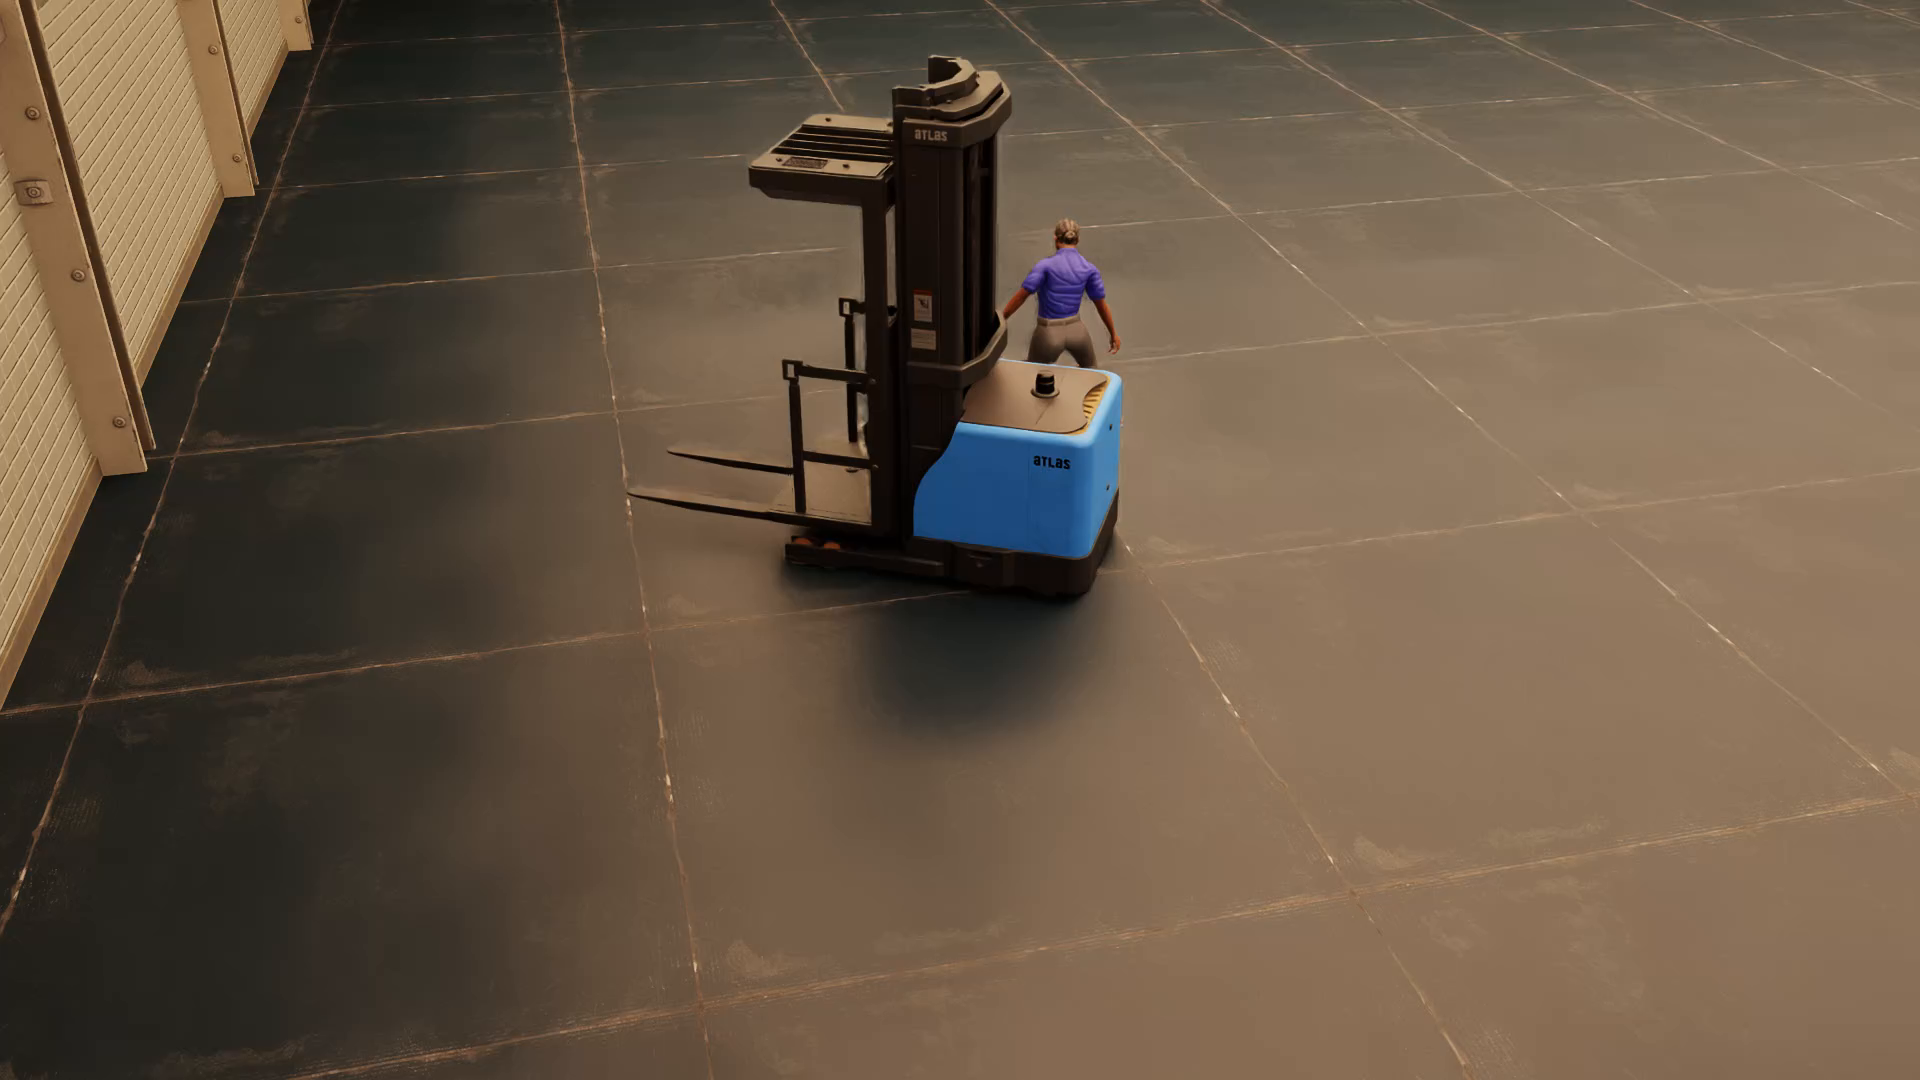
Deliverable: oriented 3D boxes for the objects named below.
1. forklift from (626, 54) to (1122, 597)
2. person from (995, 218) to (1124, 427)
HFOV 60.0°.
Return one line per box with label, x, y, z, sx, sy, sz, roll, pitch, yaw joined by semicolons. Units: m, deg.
forklift;-0.576;-1.332;9.875;3.031;2.935;1.130;8;31;13
person;0.711;-1.377;11.333;1.021;1.591;0.444;-10;31;-16
